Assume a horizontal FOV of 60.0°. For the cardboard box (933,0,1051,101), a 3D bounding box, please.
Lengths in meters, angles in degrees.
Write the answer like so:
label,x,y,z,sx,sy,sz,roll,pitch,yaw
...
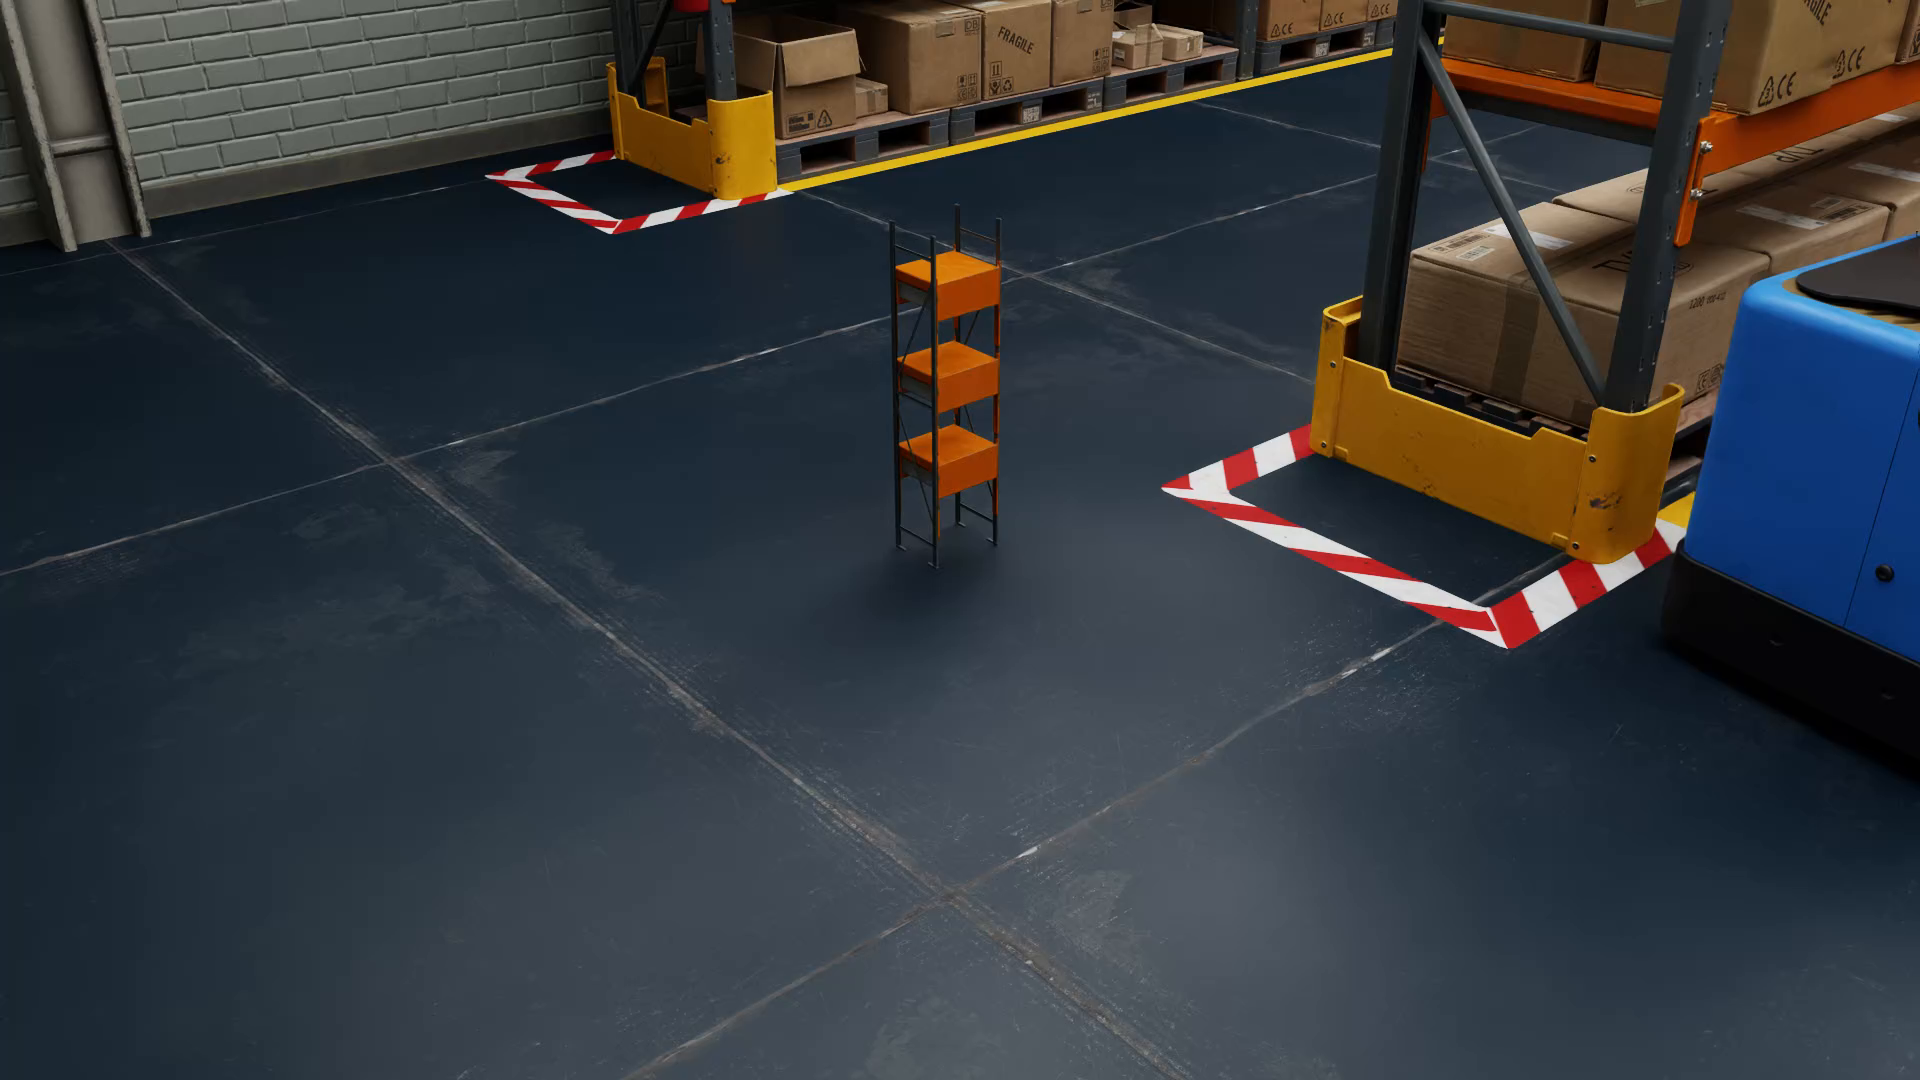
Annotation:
label,x,y,z,sx,sy,sz,roll,pitch,yaw
cardboard box,0.177,-2.892,9.686,0.500,0.500,0.500,-21,35,-34

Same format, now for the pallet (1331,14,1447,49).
label,x,y,z,sx,sy,sz,roll,pitch,yaw
pallet,3.074,-3.914,12.350,1.213,0.211,1.003,-22,35,-35

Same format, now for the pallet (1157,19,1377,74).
label,x,y,z,sx,sy,sz,roll,pitch,yaw
pallet,2.145,-3.539,11.648,1.213,0.211,1.003,-22,35,-35

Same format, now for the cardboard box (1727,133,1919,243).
label,x,y,z,sx,sy,sz,roll,pitch,yaw
cardboard box,3.547,-1.355,6.876,0.875,0.438,0.875,-23,36,-36

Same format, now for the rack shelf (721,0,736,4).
label,x,y,z,sx,sy,sz,roll,pitch,yaw
rack shelf,0.029,-3.577,9.525,4.000,0.370,1.077,-22,35,-35

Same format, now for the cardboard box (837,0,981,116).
label,x,y,z,sx,sy,sz,roll,pitch,yaw
cardboard box,-0.290,-2.766,9.450,0.500,0.500,0.700,-20,34,-33

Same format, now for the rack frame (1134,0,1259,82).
label,x,y,z,sx,sy,sz,roll,pitch,yaw
rack frame,1.551,-4.506,10.500,0.127,3.000,1.000,-22,35,-35

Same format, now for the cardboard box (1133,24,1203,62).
label,x,y,z,sx,sy,sz,roll,pitch,yaw
cardboard box,1.317,-3.158,10.557,0.250,0.149,0.380,-23,36,-36

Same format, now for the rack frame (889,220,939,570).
label,x,y,z,sx,sy,sz,roll,pitch,yaw
rack frame,-0.134,-0.409,4.902,0.008,1.050,0.200,-22,35,-35

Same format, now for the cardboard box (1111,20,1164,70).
label,x,y,z,sx,sy,sz,roll,pitch,yaw
cardboard box,1.046,-3.101,10.325,0.258,0.266,0.396,-20,34,-33

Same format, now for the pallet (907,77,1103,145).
label,x,y,z,sx,sy,sz,roll,pitch,yaw
pallet,0.099,-2.691,10.063,1.213,0.211,1.003,-22,35,-35

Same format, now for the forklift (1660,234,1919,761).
label,x,y,z,sx,sy,sz,roll,pitch,yaw
forklift,3.471,-1.185,4.358,3.031,2.935,1.130,-17,33,-29

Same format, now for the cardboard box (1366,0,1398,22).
label,x,y,z,sx,sy,sz,roll,pitch,yaw
cardboard box,2.846,-3.974,11.710,0.500,0.500,0.500,-23,36,-36

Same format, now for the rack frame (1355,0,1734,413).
label,x,y,z,sx,sy,sz,roll,pitch,yaw
rack frame,1.732,-1.504,4.882,0.127,3.000,1.000,-22,35,-35

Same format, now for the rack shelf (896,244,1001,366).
label,x,y,z,sx,sy,sz,roll,pitch,yaw
rack shelf,-0.041,-0.688,4.843,0.240,0.259,0.215,-22,35,-35

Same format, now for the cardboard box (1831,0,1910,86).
label,x,y,z,sx,sy,sz,roll,pitch,yaw
cardboard box,2.650,-1.757,5.249,0.500,0.500,0.500,-22,35,-36

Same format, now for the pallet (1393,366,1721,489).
label,x,y,z,sx,sy,sz,roll,pitch,yaw
pallet,2.290,-0.547,6.049,1.213,0.211,1.003,-22,35,-35

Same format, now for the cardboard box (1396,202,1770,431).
label,x,y,z,sx,sy,sz,roll,pitch,yaw
cardboard box,2.169,-0.797,5.832,0.875,0.438,0.875,-23,36,-37

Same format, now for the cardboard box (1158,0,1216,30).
label,x,y,z,sx,sy,sz,roll,pitch,yaw
cardboard box,1.732,-3.845,11.469,0.500,0.500,0.500,-22,35,-35

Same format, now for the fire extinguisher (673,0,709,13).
label,x,y,z,sx,sy,sz,roll,pitch,yaw
fire extinguisher,-1.304,-2.873,7.922,0.183,0.674,0.296,-22,35,-35

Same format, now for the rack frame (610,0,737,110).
label,x,y,z,sx,sy,sz,roll,pitch,yaw
rack frame,-1.492,-3.283,8.210,0.127,3.000,1.000,-22,35,-35

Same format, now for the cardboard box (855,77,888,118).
label,x,y,z,sx,sy,sz,roll,pitch,yaw
cardboard box,-0.617,-2.480,9.287,0.250,0.149,0.380,-24,36,-37

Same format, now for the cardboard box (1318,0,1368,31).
label,x,y,z,sx,sy,sz,roll,pitch,yaw
cardboard box,2.463,-3.823,11.427,0.500,0.500,0.500,-22,35,-36

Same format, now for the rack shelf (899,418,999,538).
label,x,y,z,sx,sy,sz,roll,pitch,yaw
rack shelf,-0.041,-0.192,5.108,0.240,0.259,0.215,-22,35,-35

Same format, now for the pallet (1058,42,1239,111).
label,x,y,z,sx,sy,sz,roll,pitch,yaw
pallet,1.028,-3.067,10.765,1.213,0.211,1.003,-22,35,-35

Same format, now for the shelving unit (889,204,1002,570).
label,x,y,z,sx,sy,sz,roll,pitch,yaw
shelving unit,-0.041,-0.447,4.972,0.252,1.050,0.215,-22,35,-35

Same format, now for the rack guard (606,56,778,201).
label,x,y,z,sx,sy,sz,roll,pitch,yaw
rack guard,-1.434,-2.203,8.843,0.348,0.500,1.175,-22,35,-35

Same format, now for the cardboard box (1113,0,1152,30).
label,x,y,z,sx,sy,sz,roll,pitch,yaw
cardboard box,0.895,-3.388,10.815,0.500,0.311,0.500,-20,34,-33

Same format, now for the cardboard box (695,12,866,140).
label,x,y,z,sx,sy,sz,roll,pitch,yaw
cardboard box,-0.965,-2.520,8.986,0.637,0.503,0.797,-24,36,-37

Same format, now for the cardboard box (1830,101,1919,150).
label,x,y,z,sx,sy,sz,roll,pitch,yaw
cardboard box,4.228,-1.629,7.389,0.875,0.438,0.875,-22,35,-36

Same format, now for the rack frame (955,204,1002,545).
label,x,y,z,sx,sy,sz,roll,pitch,yaw
rack frame,0.052,-0.484,5.042,0.008,1.050,0.200,-22,35,-35

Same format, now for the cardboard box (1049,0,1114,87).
label,x,y,z,sx,sy,sz,roll,pitch,yaw
cardboard box,0.500,-3.084,10.044,0.500,0.500,0.700,-23,36,-37

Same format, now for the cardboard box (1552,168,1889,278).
label,x,y,z,sx,sy,sz,roll,pitch,yaw
cardboard box,2.860,-1.080,6.361,0.875,0.438,0.875,-21,34,-34

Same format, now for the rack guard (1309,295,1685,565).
label,x,y,z,sx,sy,sz,roll,pitch,yaw
rack guard,1.714,-0.394,5.457,0.348,0.500,1.175,-22,35,-35

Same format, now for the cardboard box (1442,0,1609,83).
label,x,y,z,sx,sy,sz,roll,pitch,yaw
cardboard box,1.927,-1.791,5.312,0.500,0.500,0.500,-22,35,-35

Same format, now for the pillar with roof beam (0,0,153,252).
label,x,y,z,sx,sy,sz,roll,pitch,yaw
pillar with roof beam,-1.334,-3.883,2.969,0.400,9.000,9.100,-22,35,-35

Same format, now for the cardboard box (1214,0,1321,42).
label,x,y,z,sx,sy,sz,roll,pitch,yaw
cardboard box,2.065,-3.656,11.116,0.500,0.500,0.500,-20,34,-33

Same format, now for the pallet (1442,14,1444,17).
label,x,y,z,sx,sy,sz,roll,pitch,yaw
pallet,4.001,-4.285,13.045,1.213,0.211,1.003,-22,35,-35

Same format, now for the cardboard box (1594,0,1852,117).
label,x,y,z,sx,sy,sz,roll,pitch,yaw
cardboard box,2.284,-1.592,4.940,0.500,0.500,0.500,-22,35,-35

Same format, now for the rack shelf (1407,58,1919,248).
label,x,y,z,sx,sy,sz,roll,pitch,yaw
rack shelf,3.254,-1.799,6.196,4.000,0.370,1.077,-22,35,-35

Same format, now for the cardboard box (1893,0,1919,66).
label,x,y,z,sx,sy,sz,roll,pitch,yaw
cardboard box,3.049,-1.906,5.528,0.500,0.500,0.500,-22,35,-35

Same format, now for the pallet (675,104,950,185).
label,x,y,z,sx,sy,sz,roll,pitch,yaw
pallet,-0.829,-2.320,9.368,1.213,0.211,1.003,-22,35,-35

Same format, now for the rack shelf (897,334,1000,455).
label,x,y,z,sx,sy,sz,roll,pitch,yaw
rack shelf,-0.041,-0.437,4.977,0.240,0.259,0.215,-22,35,-35
